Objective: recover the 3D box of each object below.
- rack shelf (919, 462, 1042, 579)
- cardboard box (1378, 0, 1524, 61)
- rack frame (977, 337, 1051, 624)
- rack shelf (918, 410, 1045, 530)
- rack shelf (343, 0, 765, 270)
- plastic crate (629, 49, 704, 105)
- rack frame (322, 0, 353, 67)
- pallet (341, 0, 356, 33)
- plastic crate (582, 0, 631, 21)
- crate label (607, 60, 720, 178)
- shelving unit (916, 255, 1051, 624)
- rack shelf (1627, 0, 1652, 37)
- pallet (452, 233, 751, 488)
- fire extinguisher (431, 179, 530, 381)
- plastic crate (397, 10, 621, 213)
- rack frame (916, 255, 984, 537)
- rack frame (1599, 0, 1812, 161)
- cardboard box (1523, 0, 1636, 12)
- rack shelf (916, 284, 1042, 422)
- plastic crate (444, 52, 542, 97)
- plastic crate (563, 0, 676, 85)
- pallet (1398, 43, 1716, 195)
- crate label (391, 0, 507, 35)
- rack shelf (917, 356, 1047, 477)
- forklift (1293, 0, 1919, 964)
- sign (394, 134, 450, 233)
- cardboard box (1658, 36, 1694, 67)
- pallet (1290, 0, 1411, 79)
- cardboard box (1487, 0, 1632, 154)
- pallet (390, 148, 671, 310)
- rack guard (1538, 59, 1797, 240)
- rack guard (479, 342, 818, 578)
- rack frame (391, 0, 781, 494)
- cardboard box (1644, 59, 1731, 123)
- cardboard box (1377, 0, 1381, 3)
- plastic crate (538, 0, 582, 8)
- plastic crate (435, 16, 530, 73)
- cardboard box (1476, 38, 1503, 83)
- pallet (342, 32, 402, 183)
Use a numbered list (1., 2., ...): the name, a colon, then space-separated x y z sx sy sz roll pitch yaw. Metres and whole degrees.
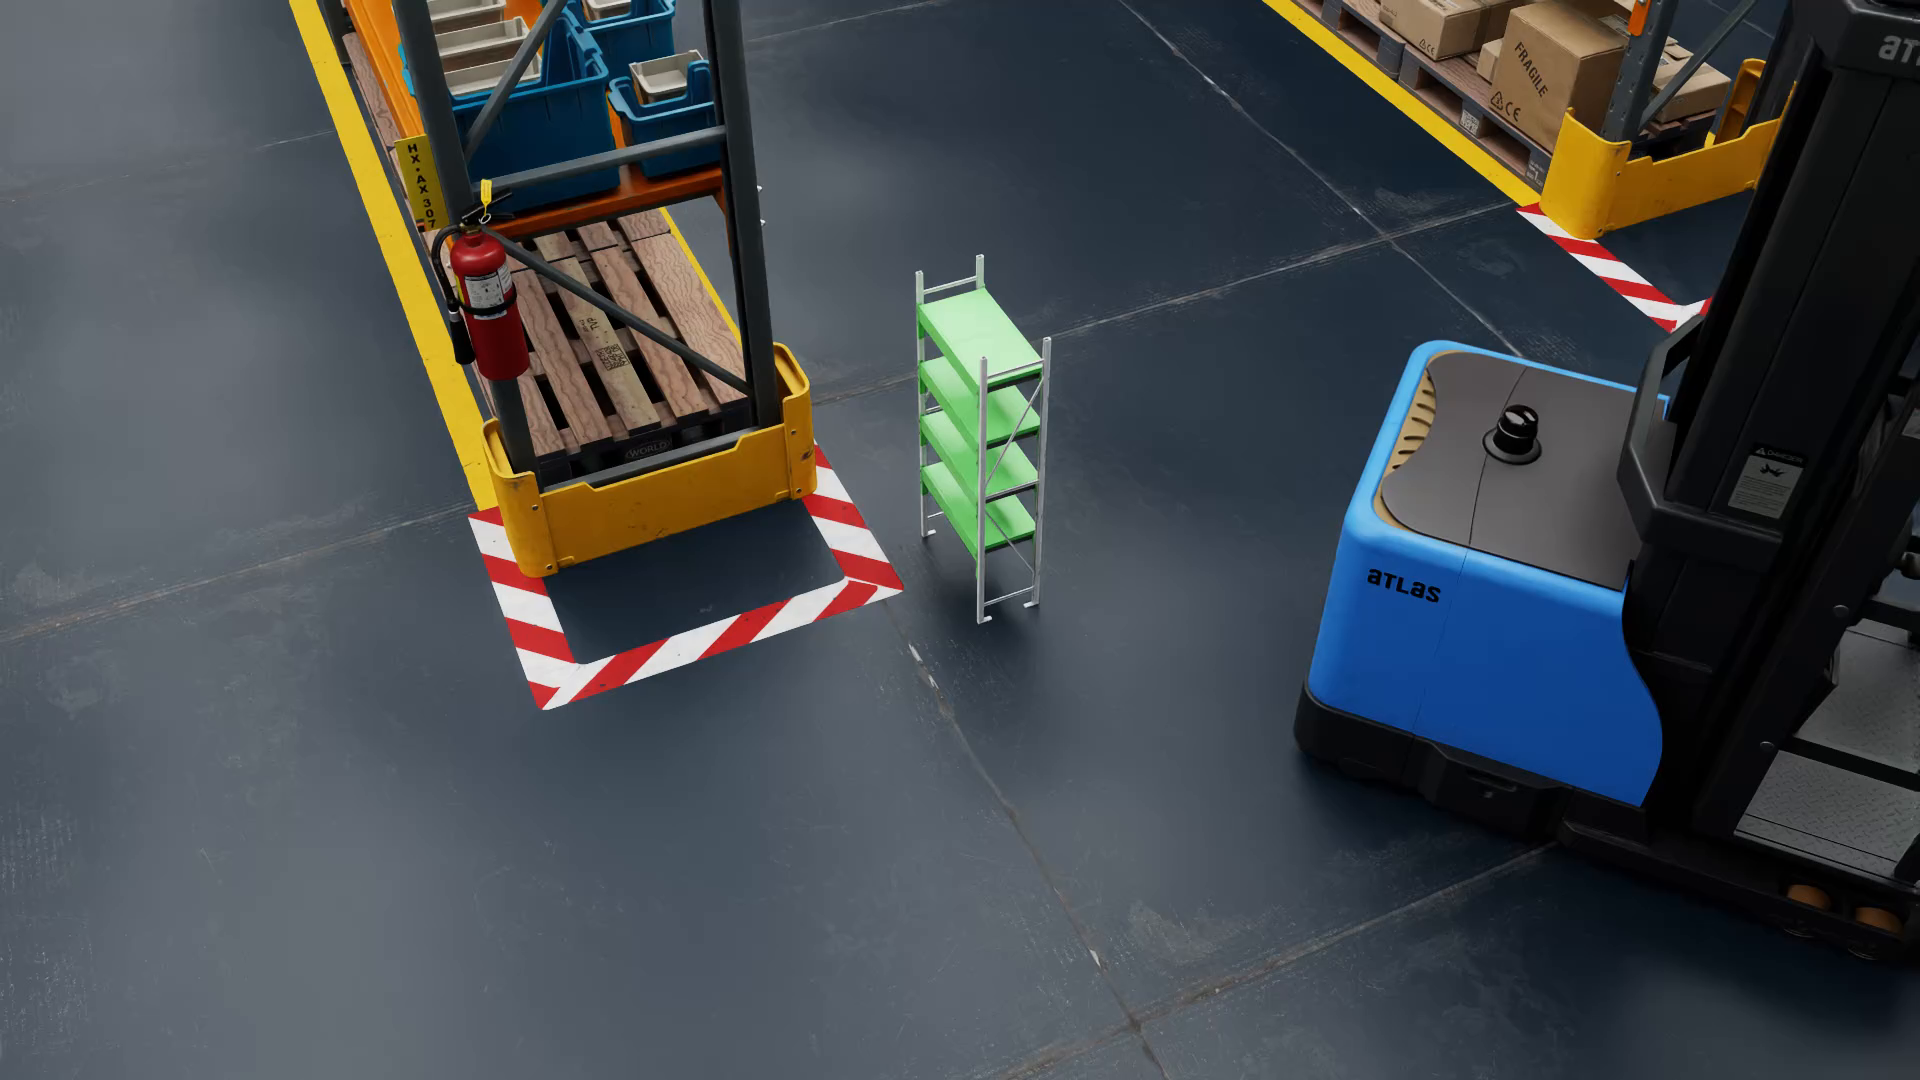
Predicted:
1. rack shelf: 0.070 -0.105 5.935 0.258 0.148 0.480 -18 47 -17
2. cardboard box: 2.515 -2.732 8.527 0.500 0.250 0.500 -18 47 -17
3. rack frame: 0.172 -0.166 5.564 0.240 1.200 0.015 -18 47 -17
4. rack shelf: 0.070 -0.276 5.767 0.258 0.148 0.480 -18 47 -17
5. rack shelf: -1.997 -2.224 6.880 1.077 0.370 4.000 -18 47 -17
6. plastic crate: -1.021 -1.616 5.897 0.250 0.136 0.298 -18 47 -17
7. rack frame: -2.838 -3.754 7.919 1.000 3.000 0.127 -18 47 -17
8. pallet: -3.125 -3.266 9.410 1.003 0.211 1.213 -18 47 -17
9. plastic crate: -1.307 -2.049 6.336 0.250 0.136 0.298 -18 47 -17
10. crate label: -0.962 -1.422 5.632 0.416 0.233 0.303 -18 47 -17
11. shelving unit: 0.070 -0.322 5.722 0.258 1.200 0.503 -18 47 -17
12. rack shelf: 2.498 -3.684 8.360 1.077 0.370 4.000 -18 47 -17
13. pallet: -1.468 -0.750 6.860 1.003 0.211 1.213 -18 47 -17
14. fire extinguisher: -1.505 -0.815 5.261 0.296 0.674 0.183 -18 47 -17
15. plastic crate: -1.467 -1.398 5.463 0.616 0.435 0.499 -18 47 -17
16. rack frame: -0.033 -0.477 5.879 0.240 1.200 0.015 -18 47 -17
17. rack frame: 3.339 -2.666 6.816 1.000 3.000 0.127 -18 47 -17
18. cardboard box: 3.158 -2.593 8.386 0.500 0.250 0.500 -18 47 -17
19. rack shelf: 0.070 -0.618 5.429 0.258 0.148 0.480 -18 47 -17
20. plastic crate: -1.664 -1.599 5.880 0.396 0.136 0.243 -18 47 -17
21. plastic crate: -1.238 -1.841 6.057 0.416 0.233 0.300 -18 47 -17
22. pallet: 2.971 -2.229 8.359 1.003 0.211 1.213 -18 47 -17
23. crate label: -1.912 -1.958 6.244 0.396 0.136 0.243 -18 47 -17
24. rack shelf: 0.070 -0.447 5.598 0.258 0.148 0.480 -18 47 -17
25. forklift: 2.665 -0.216 4.382 3.031 2.935 1.130 17 47 17
26. sign: -1.649 -1.091 5.104 0.100 0.325 0.005 -18 47 -17
27. cardboard box: 3.370 -2.342 8.191 0.380 0.166 0.250 -18 47 -17
28. pallet: 2.462 -3.006 9.146 1.003 0.211 1.213 -18 47 -17
29. cardboard box: 2.887 -2.206 7.817 0.500 0.500 0.500 -18 47 -17
30. pallet: -1.977 -1.526 7.646 1.003 0.211 1.213 -18 47 -17
31. rack guard: 3.307 -1.825 7.743 1.175 0.500 0.348 -18 47 -17
32. rack guard: -1.135 -0.304 6.202 1.175 0.500 0.348 -18 47 -17
33. rack frame: -1.157 -1.205 5.336 1.000 3.000 0.127 -18 47 -17
34. cardboard box: 3.475 -2.176 8.036 0.380 0.149 0.250 -18 47 -17
35. cardboard box: 2.452 -3.287 8.910 0.797 0.503 0.637 -18 47 -17
36. plastic crate: -1.515 -2.261 6.482 0.416 0.233 0.300 -18 47 -17
37. plastic crate: -1.772 -1.788 6.072 0.396 0.136 0.243 -18 47 -17
38. cardboard box: 2.799 -2.372 8.223 0.380 0.166 0.250 -18 47 -17
39. pallet: -2.494 -2.305 8.435 1.003 0.211 1.213 -18 47 -17
